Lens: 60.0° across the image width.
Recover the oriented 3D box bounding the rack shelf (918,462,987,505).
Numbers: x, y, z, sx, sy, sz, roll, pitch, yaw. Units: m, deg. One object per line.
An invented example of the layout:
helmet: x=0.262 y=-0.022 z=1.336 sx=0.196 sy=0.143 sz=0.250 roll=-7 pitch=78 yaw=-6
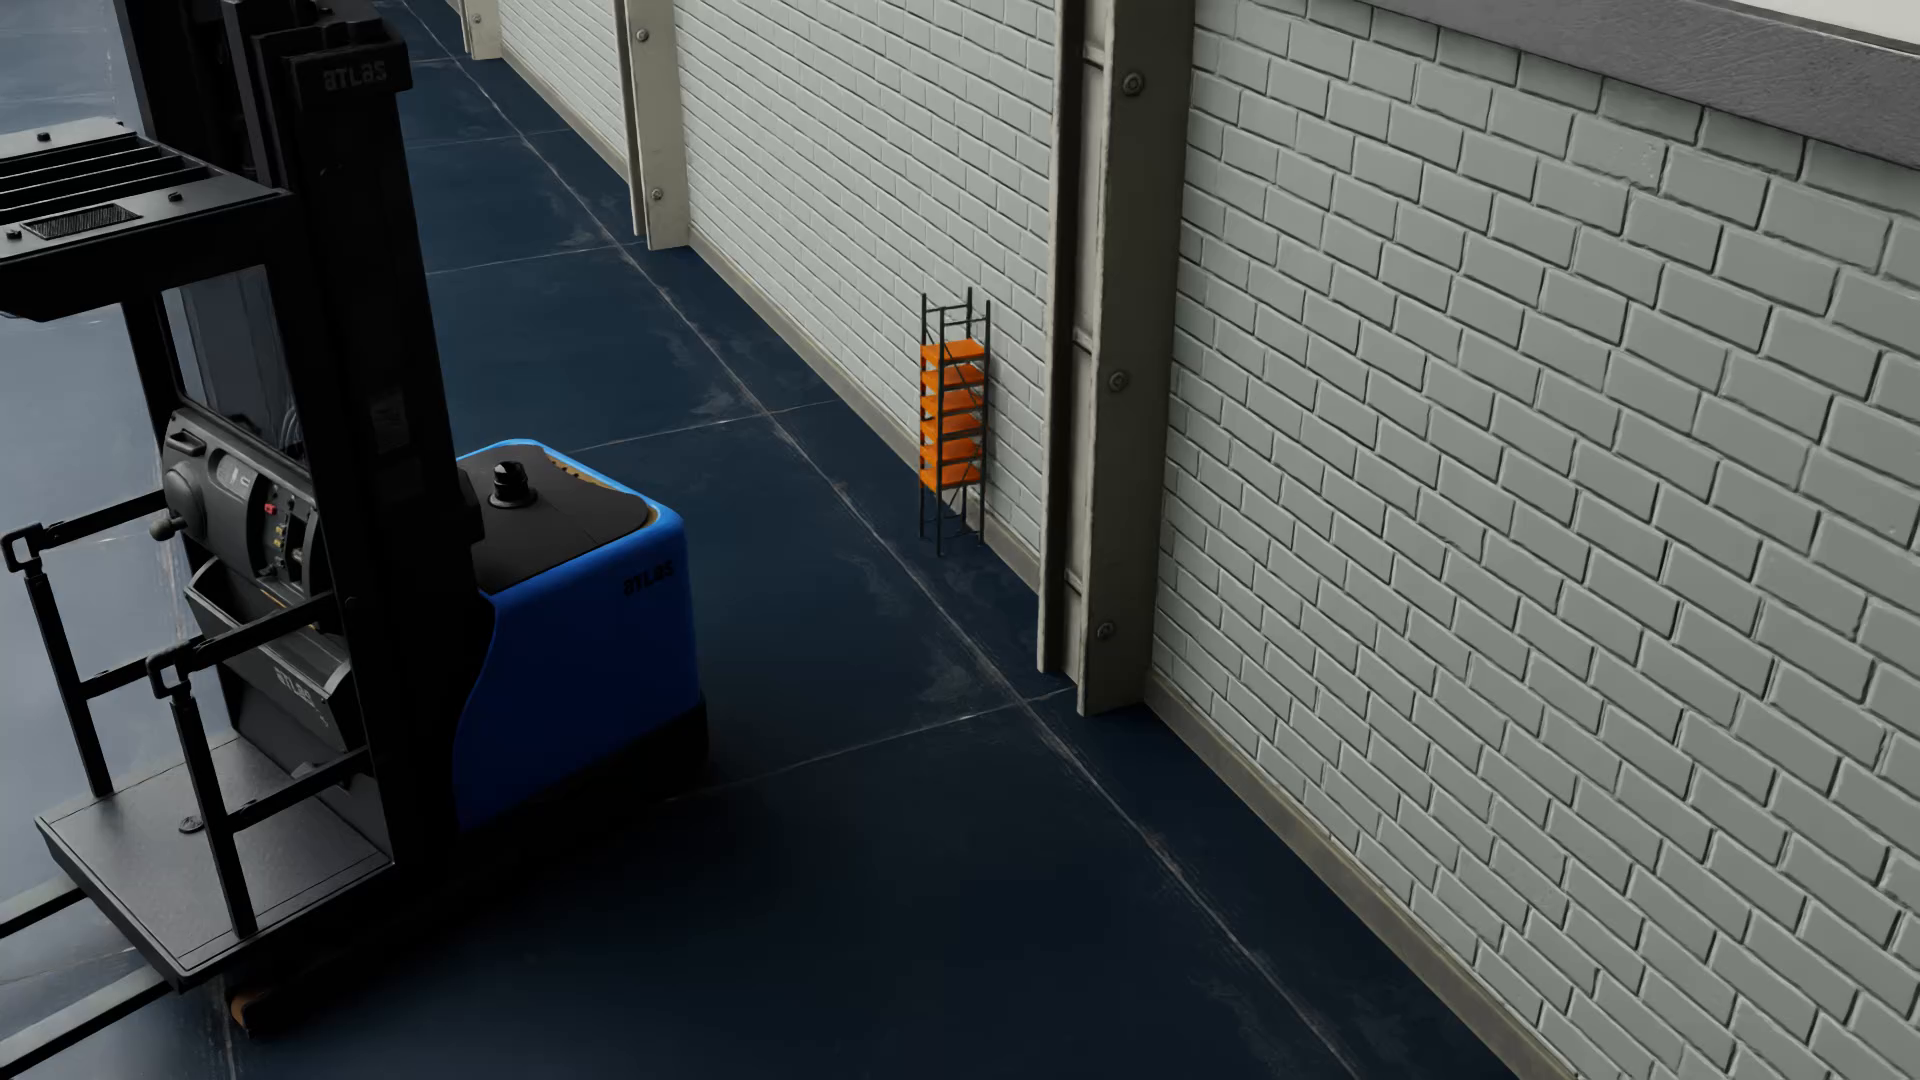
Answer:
rack shelf: x=-0.035 y=-0.265 z=7.567 sx=0.258 sy=0.103 sz=0.180 roll=-12 pitch=31 yaw=-23

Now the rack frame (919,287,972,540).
rack frame: x=-0.069 y=-0.555 z=7.505 sx=0.240 sy=1.200 sz=0.006 roll=-12 pitch=31 yaw=-23

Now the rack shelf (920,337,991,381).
rack shelf: x=-0.022 y=-0.795 z=7.285 sx=0.258 sy=0.103 sz=0.180 roll=-12 pitch=31 yaw=-23

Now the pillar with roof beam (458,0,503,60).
pillar with roof beam: x=-8.504 y=-7.747 z=12.364 sx=9.100 sy=9.000 sz=0.400 roll=-13 pitch=32 yaw=-22

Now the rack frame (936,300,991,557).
rack frame: x=0.011 y=-0.477 z=7.361 sx=0.240 sy=1.200 sz=0.006 roll=-12 pitch=31 yaw=-23

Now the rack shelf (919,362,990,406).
rack shelf: x=-0.024 y=-0.689 z=7.341 sx=0.258 sy=0.103 sz=0.180 roll=-12 pitch=31 yaw=-23

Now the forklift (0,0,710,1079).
forklift: x=-2.301 y=-0.058 z=4.857 sx=1.130 sy=2.935 sz=3.031 roll=24 pitch=37 yaw=36

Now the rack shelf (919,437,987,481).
rack shelf: x=-0.032 y=-0.371 z=7.510 sx=0.258 sy=0.103 sz=0.180 roll=-12 pitch=31 yaw=-23

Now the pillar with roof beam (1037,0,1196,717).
pillar with roof beam: x=-3.352 y=-2.446 z=2.911 sx=9.100 sy=9.000 sz=0.400 roll=-13 pitch=32 yaw=-22

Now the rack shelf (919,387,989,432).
rack shelf: x=-0.027 y=-0.583 z=7.398 sx=0.258 sy=0.103 sz=0.180 roll=-12 pitch=31 yaw=-23

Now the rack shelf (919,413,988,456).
rack shelf: x=-0.030 y=-0.477 z=7.454 sx=0.258 sy=0.103 sz=0.180 roll=-12 pitch=31 yaw=-23

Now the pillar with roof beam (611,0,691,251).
pillar with roof beam: x=-5.928 y=-5.096 z=7.638 sx=9.100 sy=9.000 sz=0.400 roll=-13 pitch=32 yaw=-22

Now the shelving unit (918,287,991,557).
shelving unit: x=-0.029 y=-0.516 z=7.433 sx=0.258 sy=1.200 sz=0.189 roll=-12 pitch=31 yaw=-23
